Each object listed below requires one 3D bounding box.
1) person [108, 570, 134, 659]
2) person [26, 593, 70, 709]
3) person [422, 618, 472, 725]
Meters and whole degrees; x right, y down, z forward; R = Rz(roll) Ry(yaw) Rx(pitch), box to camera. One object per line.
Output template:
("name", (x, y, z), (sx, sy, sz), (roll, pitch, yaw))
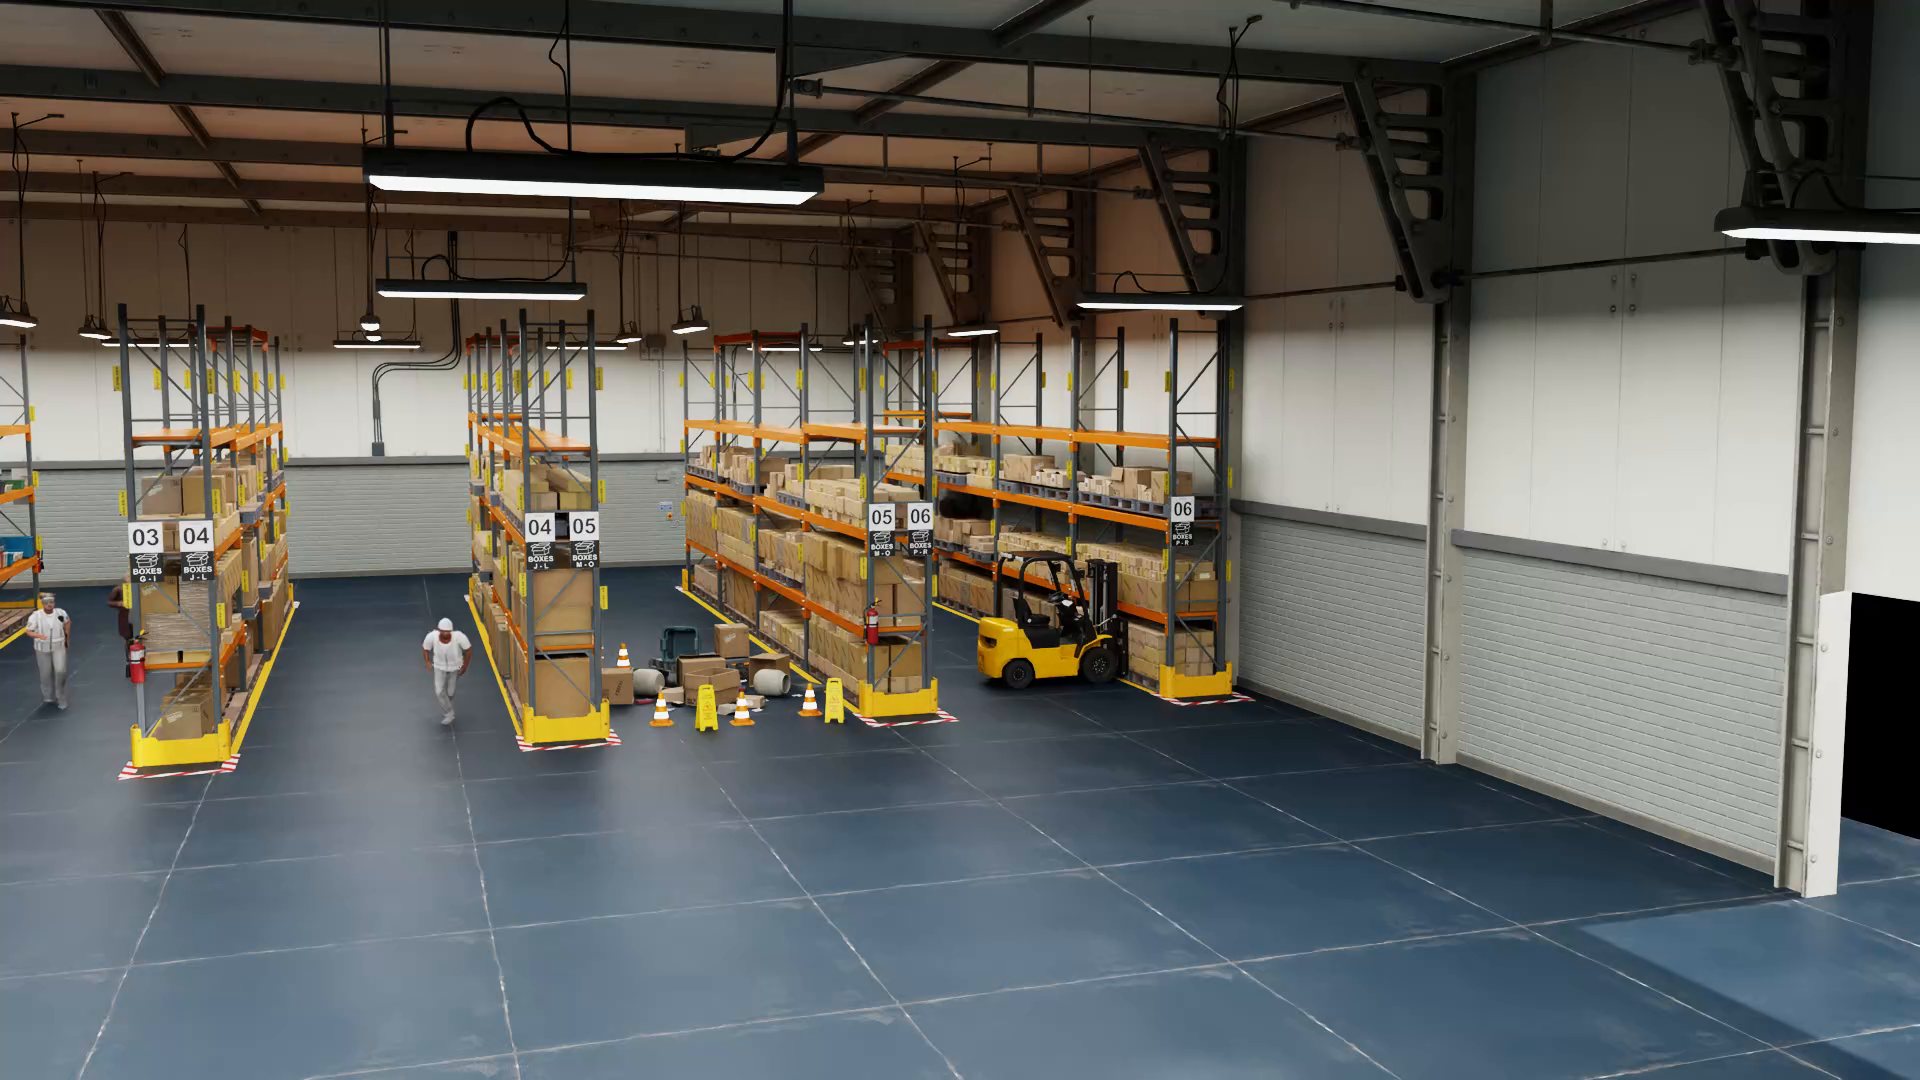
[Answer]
("person", (-14.198, 1.434, 28.458), (0.668, 1.855, 0.861), (-3, 6, -26))
("person", (-14.027, 1.718, 25.627), (0.604, 1.839, 0.825), (-3, 6, -30))
("person", (-7.554, 1.900, 24.545), (0.707, 1.599, 1.031), (-1, 6, -15))
